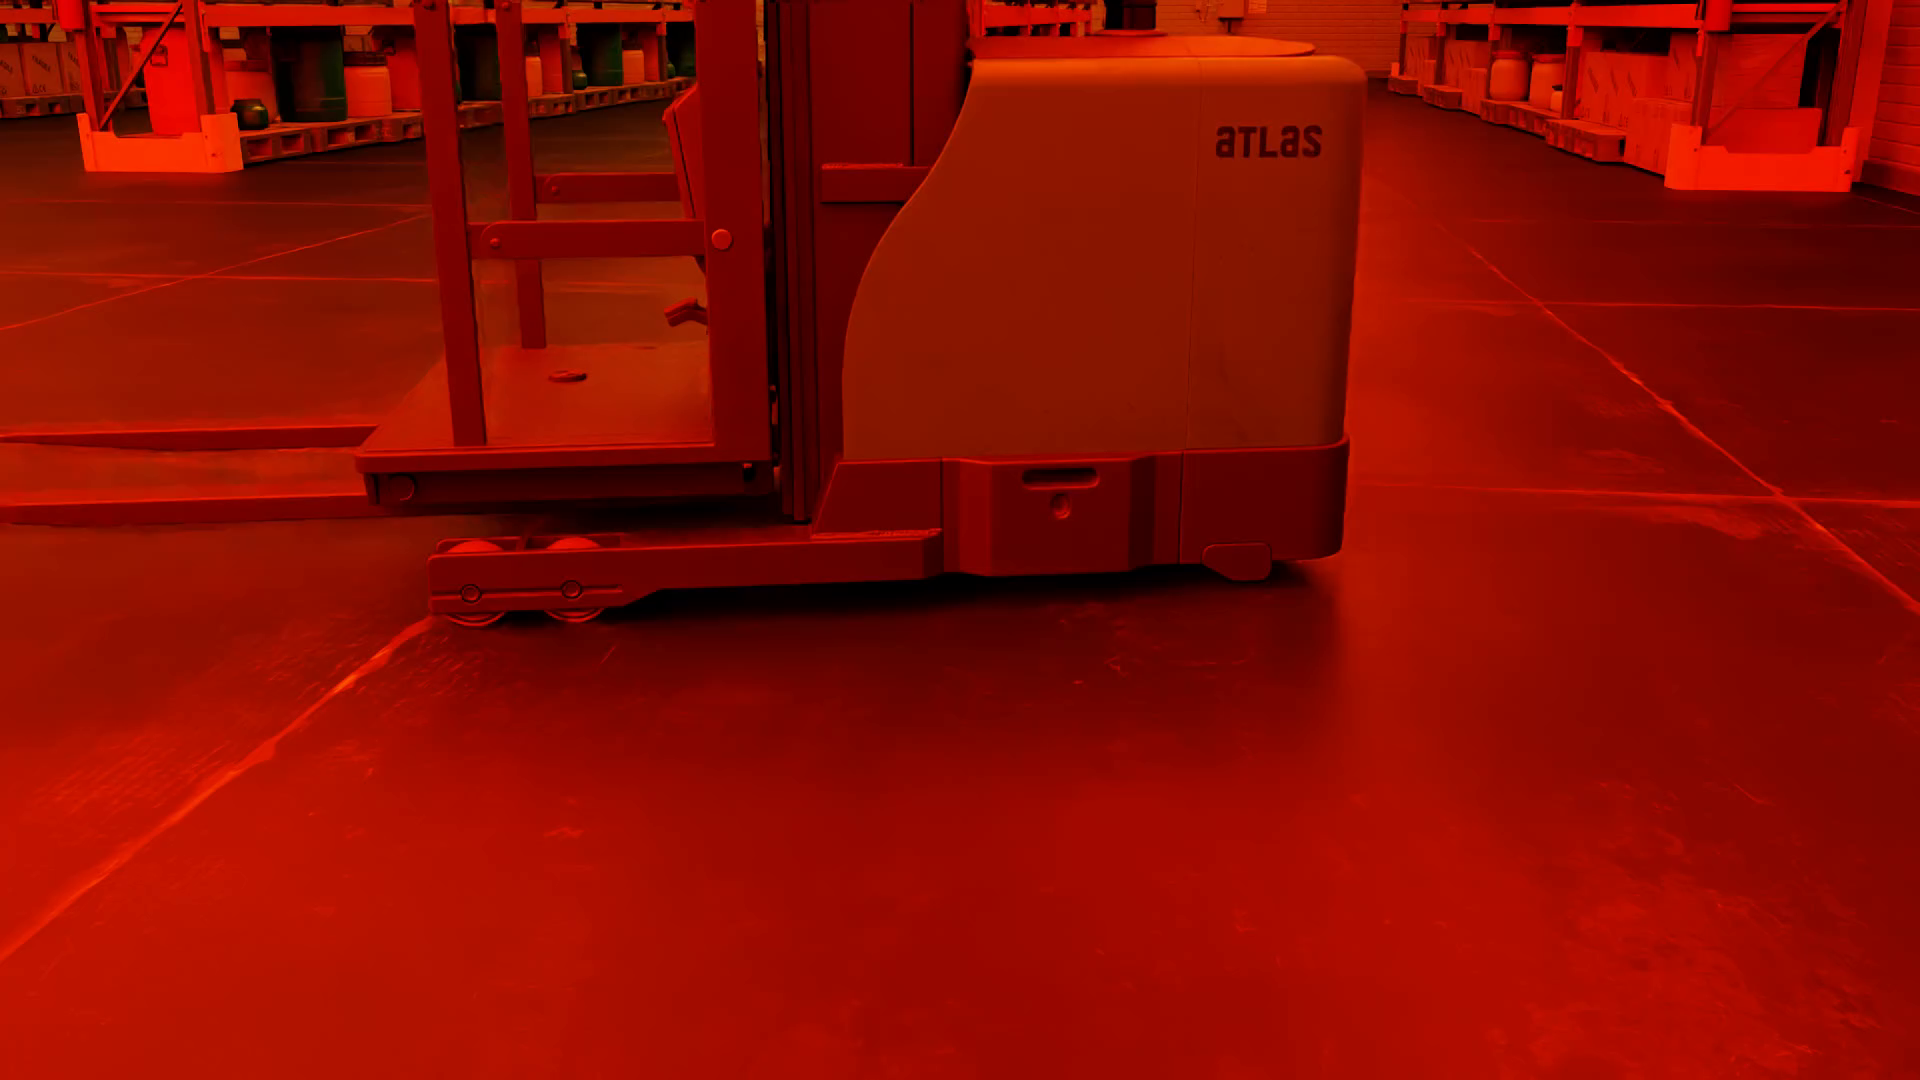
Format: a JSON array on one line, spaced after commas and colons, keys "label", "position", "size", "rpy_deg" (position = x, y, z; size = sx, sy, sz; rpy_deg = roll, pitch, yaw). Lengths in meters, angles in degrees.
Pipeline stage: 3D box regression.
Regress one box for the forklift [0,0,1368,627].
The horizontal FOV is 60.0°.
[{"label": "forklift", "position": [-0.739, -1.395, 3.375], "size": [3.031, 2.935, 1.130], "rpy_deg": [-2, 18, -6]}]
